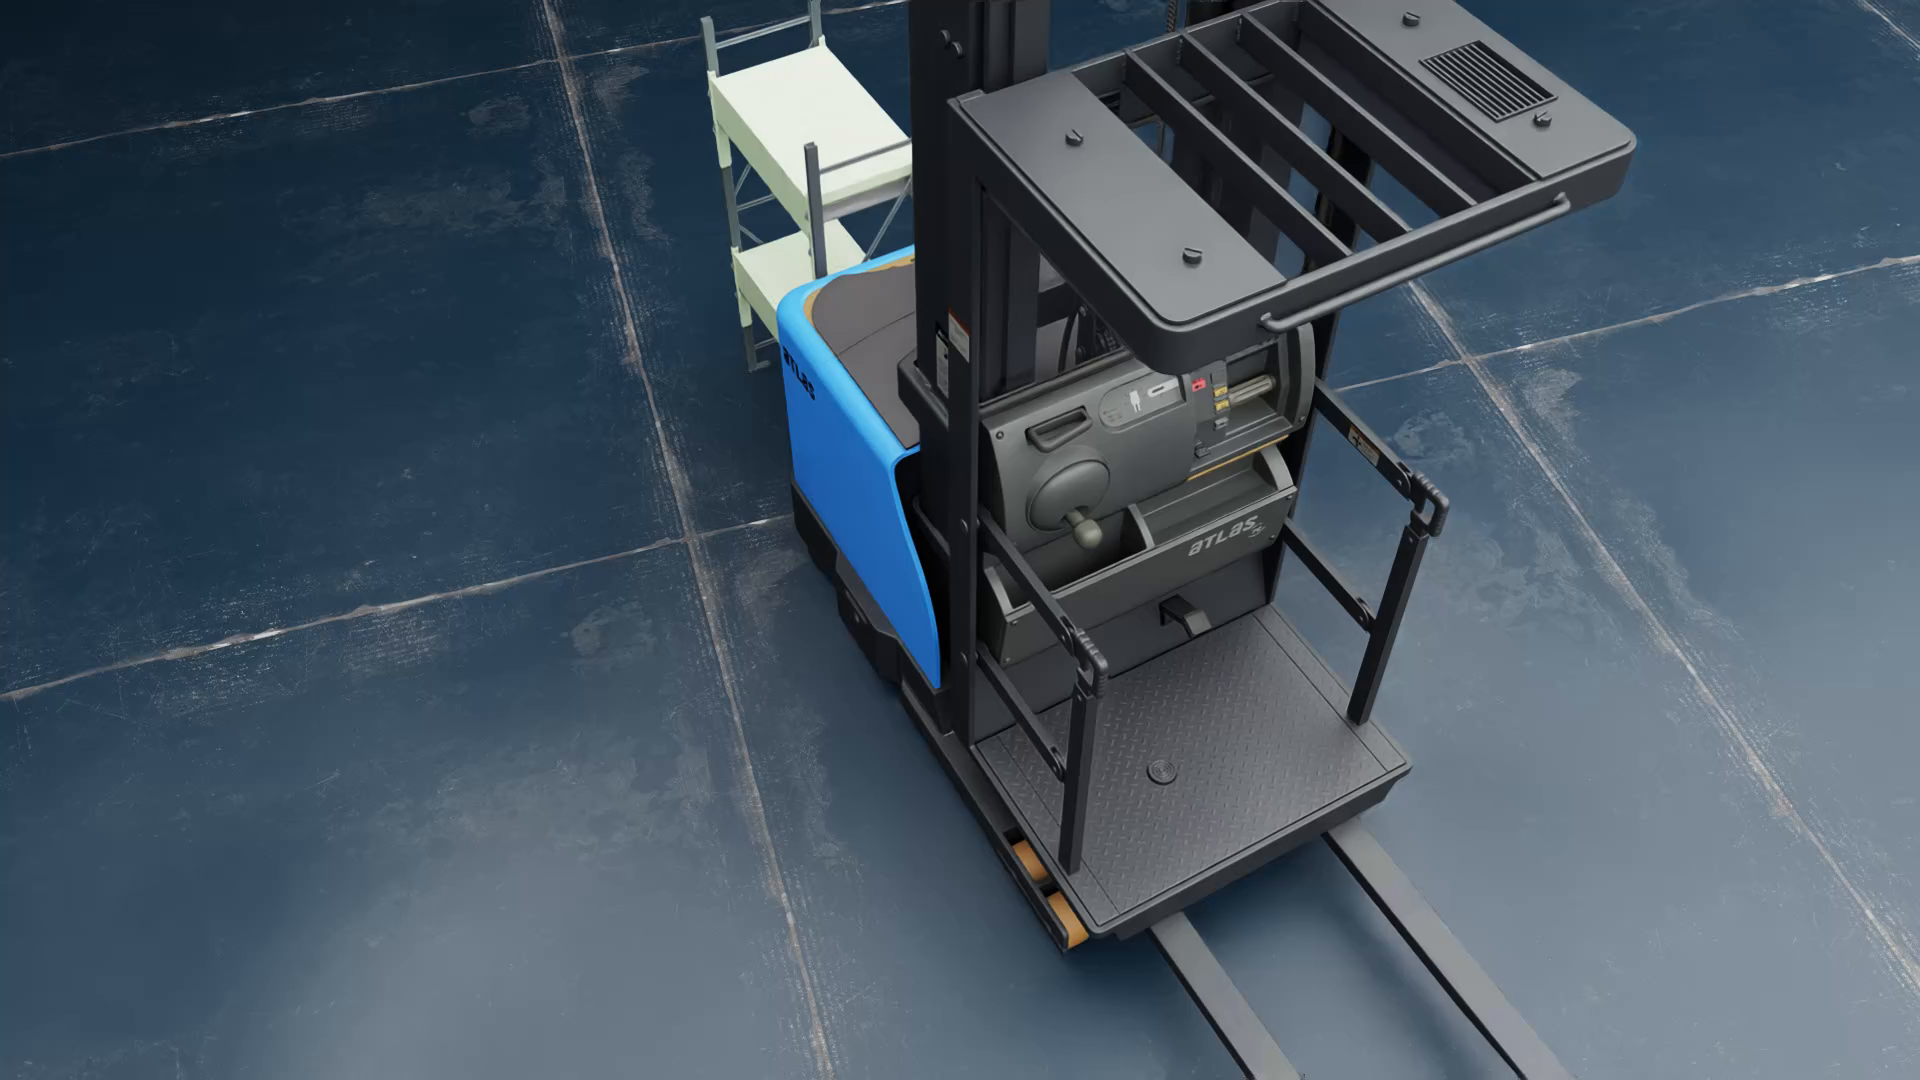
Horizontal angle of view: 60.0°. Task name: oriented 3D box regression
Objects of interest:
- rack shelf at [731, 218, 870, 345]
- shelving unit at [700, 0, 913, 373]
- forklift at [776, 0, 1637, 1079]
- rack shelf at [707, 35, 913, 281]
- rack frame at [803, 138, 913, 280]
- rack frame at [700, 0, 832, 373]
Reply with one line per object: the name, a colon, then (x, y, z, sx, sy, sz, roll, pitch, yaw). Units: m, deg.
rack shelf: (-0.447, -0.745, 5.823, 0.431, 0.370, 0.720, -23, 54, -18)
shelving unit: (-0.447, -0.955, 5.574, 0.431, 1.500, 0.755, -23, 54, -18)
forklift: (0.596, -0.187, 3.991, 1.130, 2.935, 3.031, -23, 54, -18)
rack shelf: (-0.447, -1.206, 5.276, 0.431, 0.370, 0.720, -23, 54, -18)
rack frame: (-0.267, -0.711, 5.369, 0.400, 1.500, 0.023, -23, 54, -18)
rack frame: (-0.627, -1.198, 5.779, 0.400, 1.500, 0.023, -23, 54, -18)
